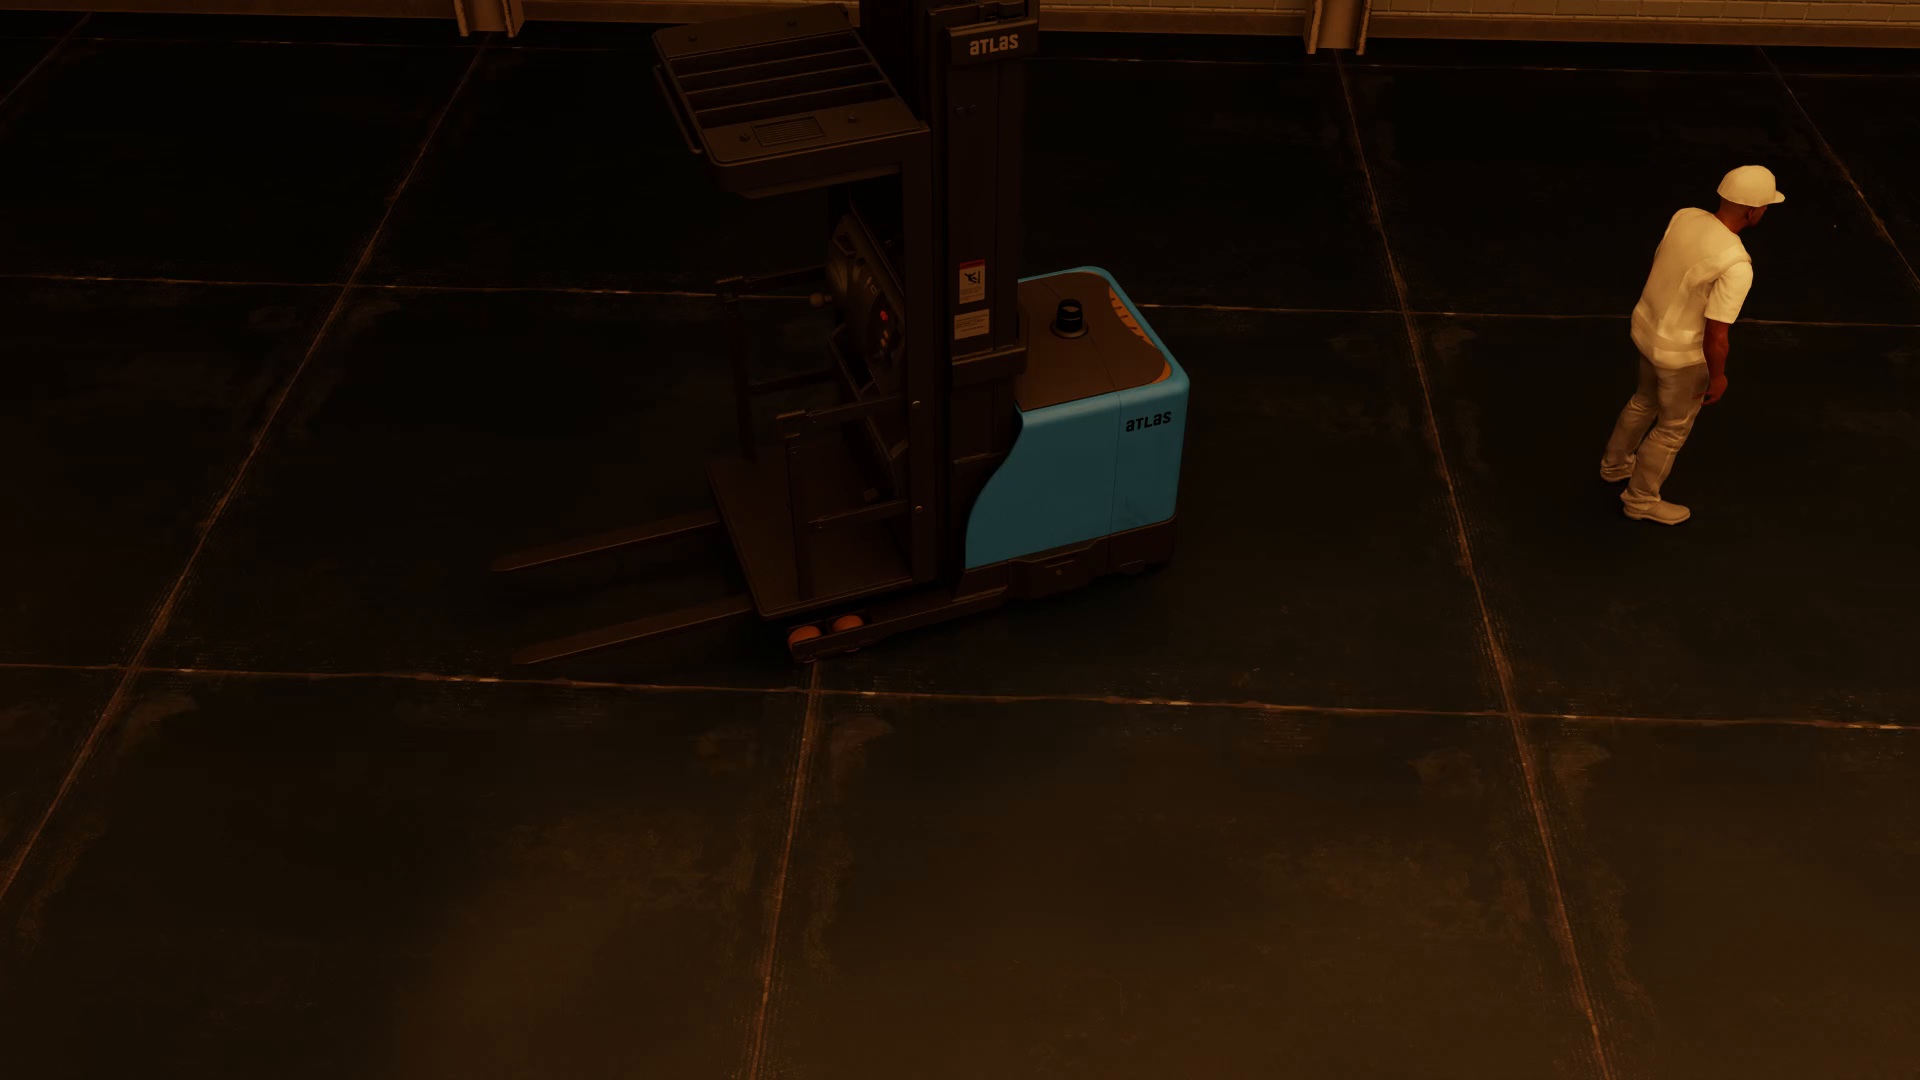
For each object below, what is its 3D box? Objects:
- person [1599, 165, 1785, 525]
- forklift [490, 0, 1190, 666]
[{"bbox_3d":[3.311,-0.906,7.606,0.456,1.760,0.635,-5,43,-6],"label":"person"},{"bbox_3d":[-0.573,-0.945,6.778,3.031,2.935,1.130,-13,44,-14],"label":"forklift"}]
